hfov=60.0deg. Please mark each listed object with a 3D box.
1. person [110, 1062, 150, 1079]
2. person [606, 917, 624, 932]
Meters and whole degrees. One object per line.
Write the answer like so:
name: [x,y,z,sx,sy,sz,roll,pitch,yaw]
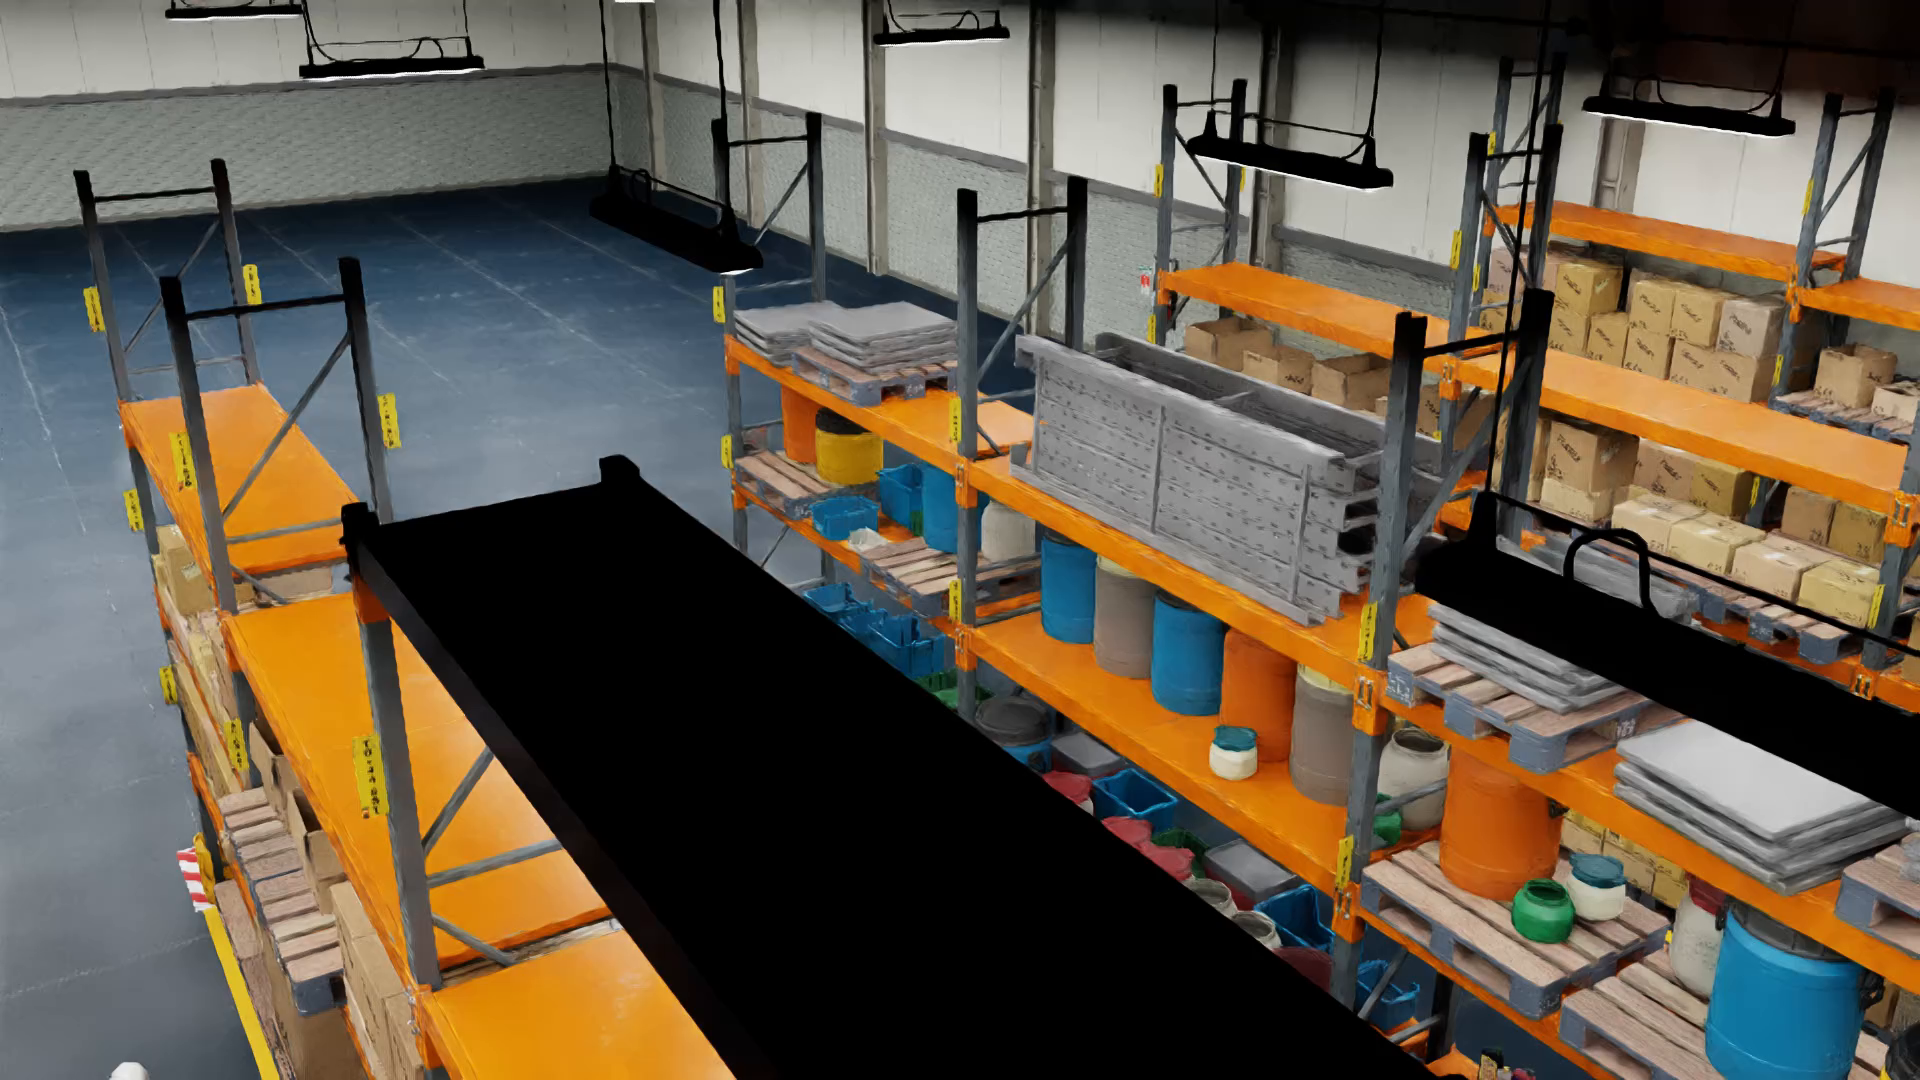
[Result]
person: [-4.639,3.805,9.630,0.719,1.714,0.578,-14,26,-32]
person: [-2.419,2.919,11.980,0.625,1.611,0.575,-14,26,-32]
